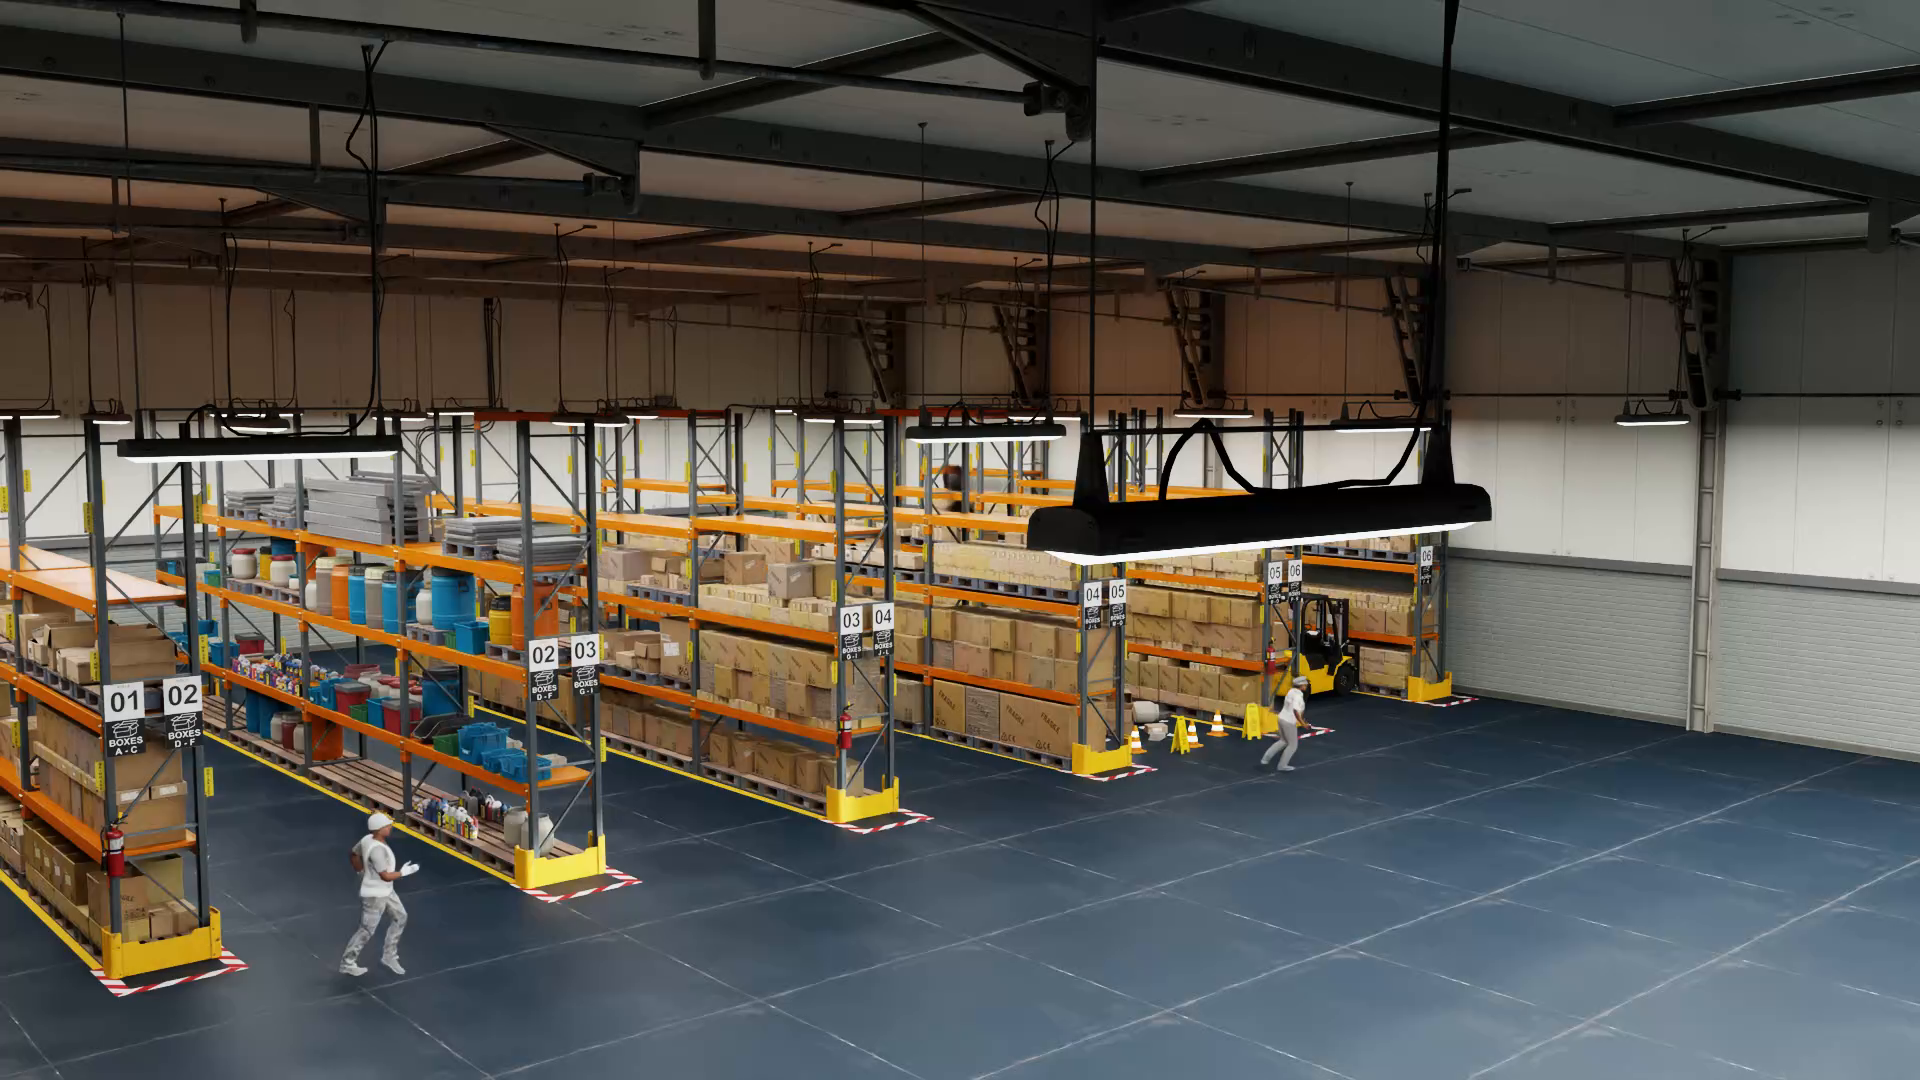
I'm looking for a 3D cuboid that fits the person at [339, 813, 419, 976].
[{"bbox_3d":[-6.297,3.862,18.018,0.856,1.836,0.647,-1,5,-15],"label":"person"}]

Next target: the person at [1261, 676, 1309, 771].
[{"bbox_3d":[5.478,3.077,27.954,0.719,1.603,0.553,-1,5,-7],"label":"person"}]
